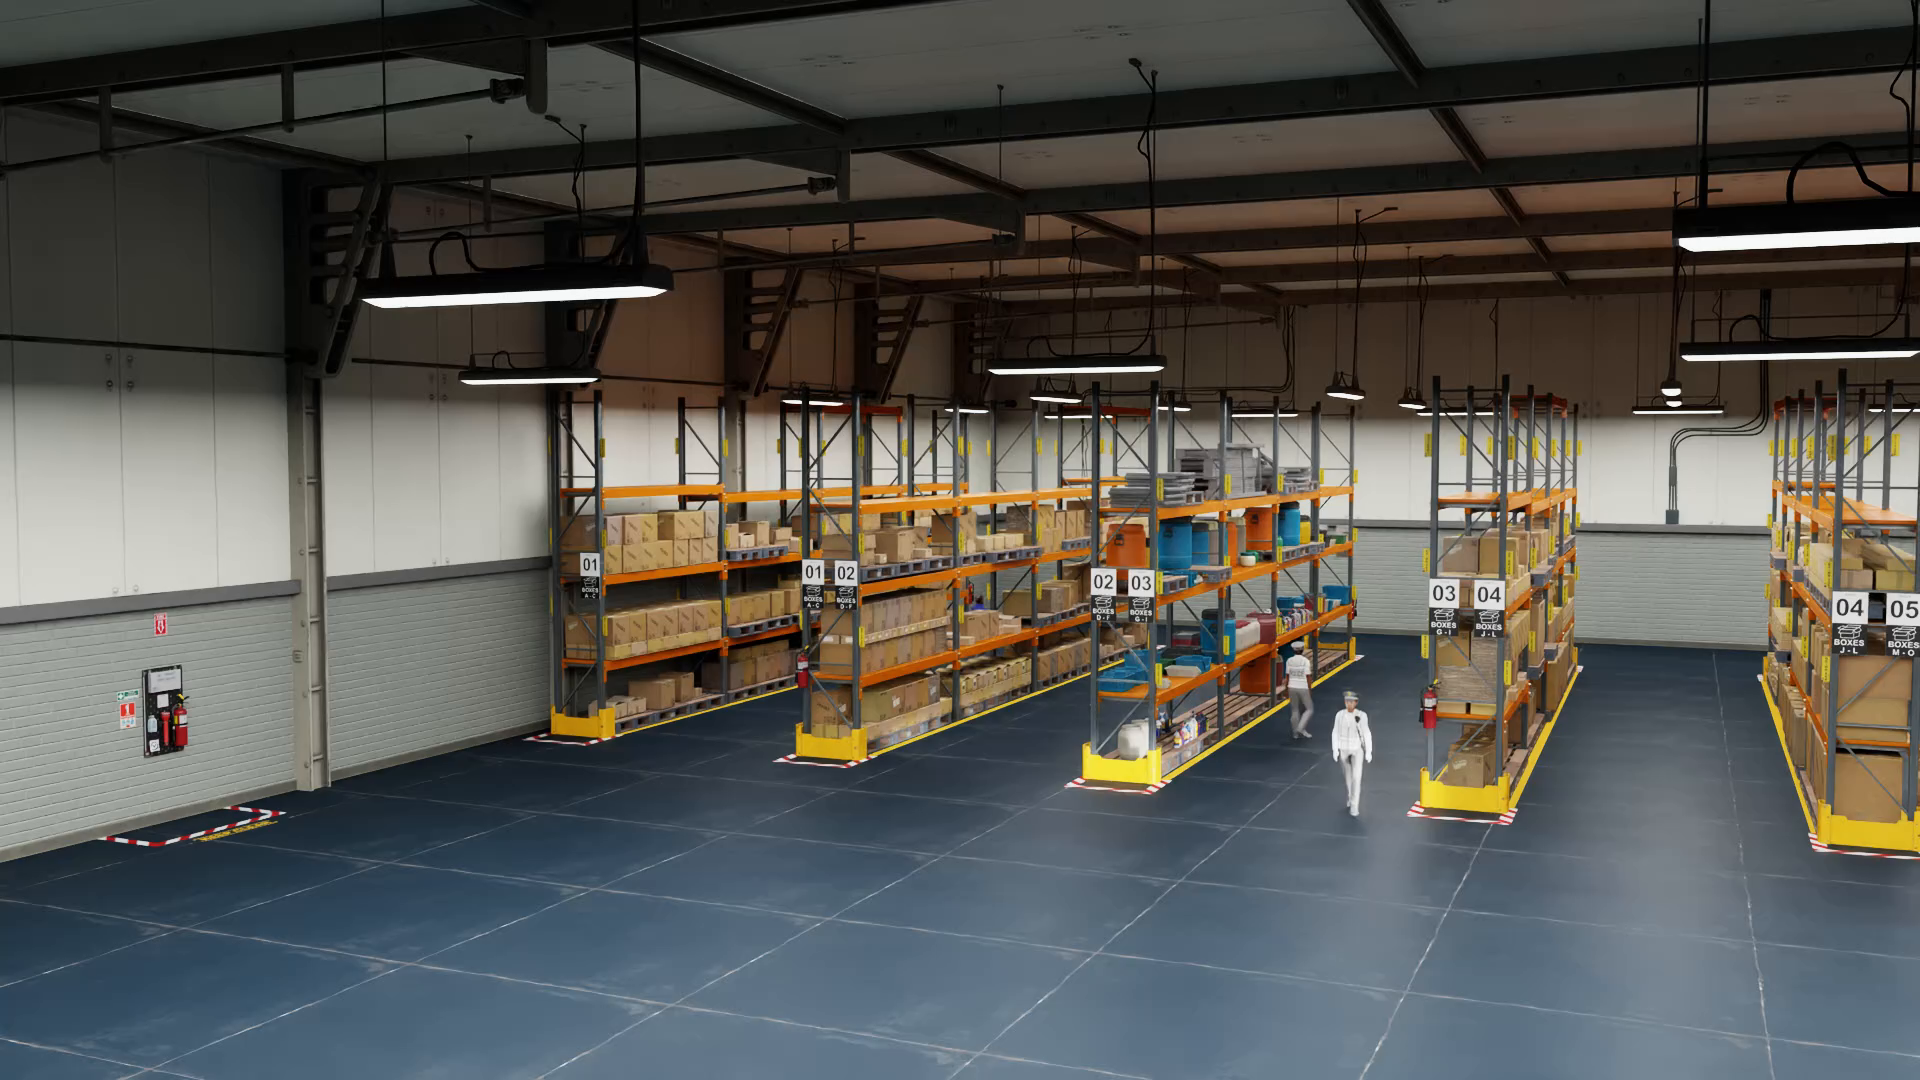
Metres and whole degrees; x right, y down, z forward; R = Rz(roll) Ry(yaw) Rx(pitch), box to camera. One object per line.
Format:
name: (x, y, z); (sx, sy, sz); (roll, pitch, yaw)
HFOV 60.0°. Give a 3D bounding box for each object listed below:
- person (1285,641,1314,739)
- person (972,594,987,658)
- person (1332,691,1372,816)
person: (5.825, 2.592, 28.581); (0.512, 1.674, 0.509); (2, 4, 30)
person: (0.421, 2.072, 38.078); (0.460, 1.658, 0.492); (-2, 4, -38)
person: (5.340, 2.894, 22.811); (0.514, 1.644, 0.890); (2, 4, 31)
